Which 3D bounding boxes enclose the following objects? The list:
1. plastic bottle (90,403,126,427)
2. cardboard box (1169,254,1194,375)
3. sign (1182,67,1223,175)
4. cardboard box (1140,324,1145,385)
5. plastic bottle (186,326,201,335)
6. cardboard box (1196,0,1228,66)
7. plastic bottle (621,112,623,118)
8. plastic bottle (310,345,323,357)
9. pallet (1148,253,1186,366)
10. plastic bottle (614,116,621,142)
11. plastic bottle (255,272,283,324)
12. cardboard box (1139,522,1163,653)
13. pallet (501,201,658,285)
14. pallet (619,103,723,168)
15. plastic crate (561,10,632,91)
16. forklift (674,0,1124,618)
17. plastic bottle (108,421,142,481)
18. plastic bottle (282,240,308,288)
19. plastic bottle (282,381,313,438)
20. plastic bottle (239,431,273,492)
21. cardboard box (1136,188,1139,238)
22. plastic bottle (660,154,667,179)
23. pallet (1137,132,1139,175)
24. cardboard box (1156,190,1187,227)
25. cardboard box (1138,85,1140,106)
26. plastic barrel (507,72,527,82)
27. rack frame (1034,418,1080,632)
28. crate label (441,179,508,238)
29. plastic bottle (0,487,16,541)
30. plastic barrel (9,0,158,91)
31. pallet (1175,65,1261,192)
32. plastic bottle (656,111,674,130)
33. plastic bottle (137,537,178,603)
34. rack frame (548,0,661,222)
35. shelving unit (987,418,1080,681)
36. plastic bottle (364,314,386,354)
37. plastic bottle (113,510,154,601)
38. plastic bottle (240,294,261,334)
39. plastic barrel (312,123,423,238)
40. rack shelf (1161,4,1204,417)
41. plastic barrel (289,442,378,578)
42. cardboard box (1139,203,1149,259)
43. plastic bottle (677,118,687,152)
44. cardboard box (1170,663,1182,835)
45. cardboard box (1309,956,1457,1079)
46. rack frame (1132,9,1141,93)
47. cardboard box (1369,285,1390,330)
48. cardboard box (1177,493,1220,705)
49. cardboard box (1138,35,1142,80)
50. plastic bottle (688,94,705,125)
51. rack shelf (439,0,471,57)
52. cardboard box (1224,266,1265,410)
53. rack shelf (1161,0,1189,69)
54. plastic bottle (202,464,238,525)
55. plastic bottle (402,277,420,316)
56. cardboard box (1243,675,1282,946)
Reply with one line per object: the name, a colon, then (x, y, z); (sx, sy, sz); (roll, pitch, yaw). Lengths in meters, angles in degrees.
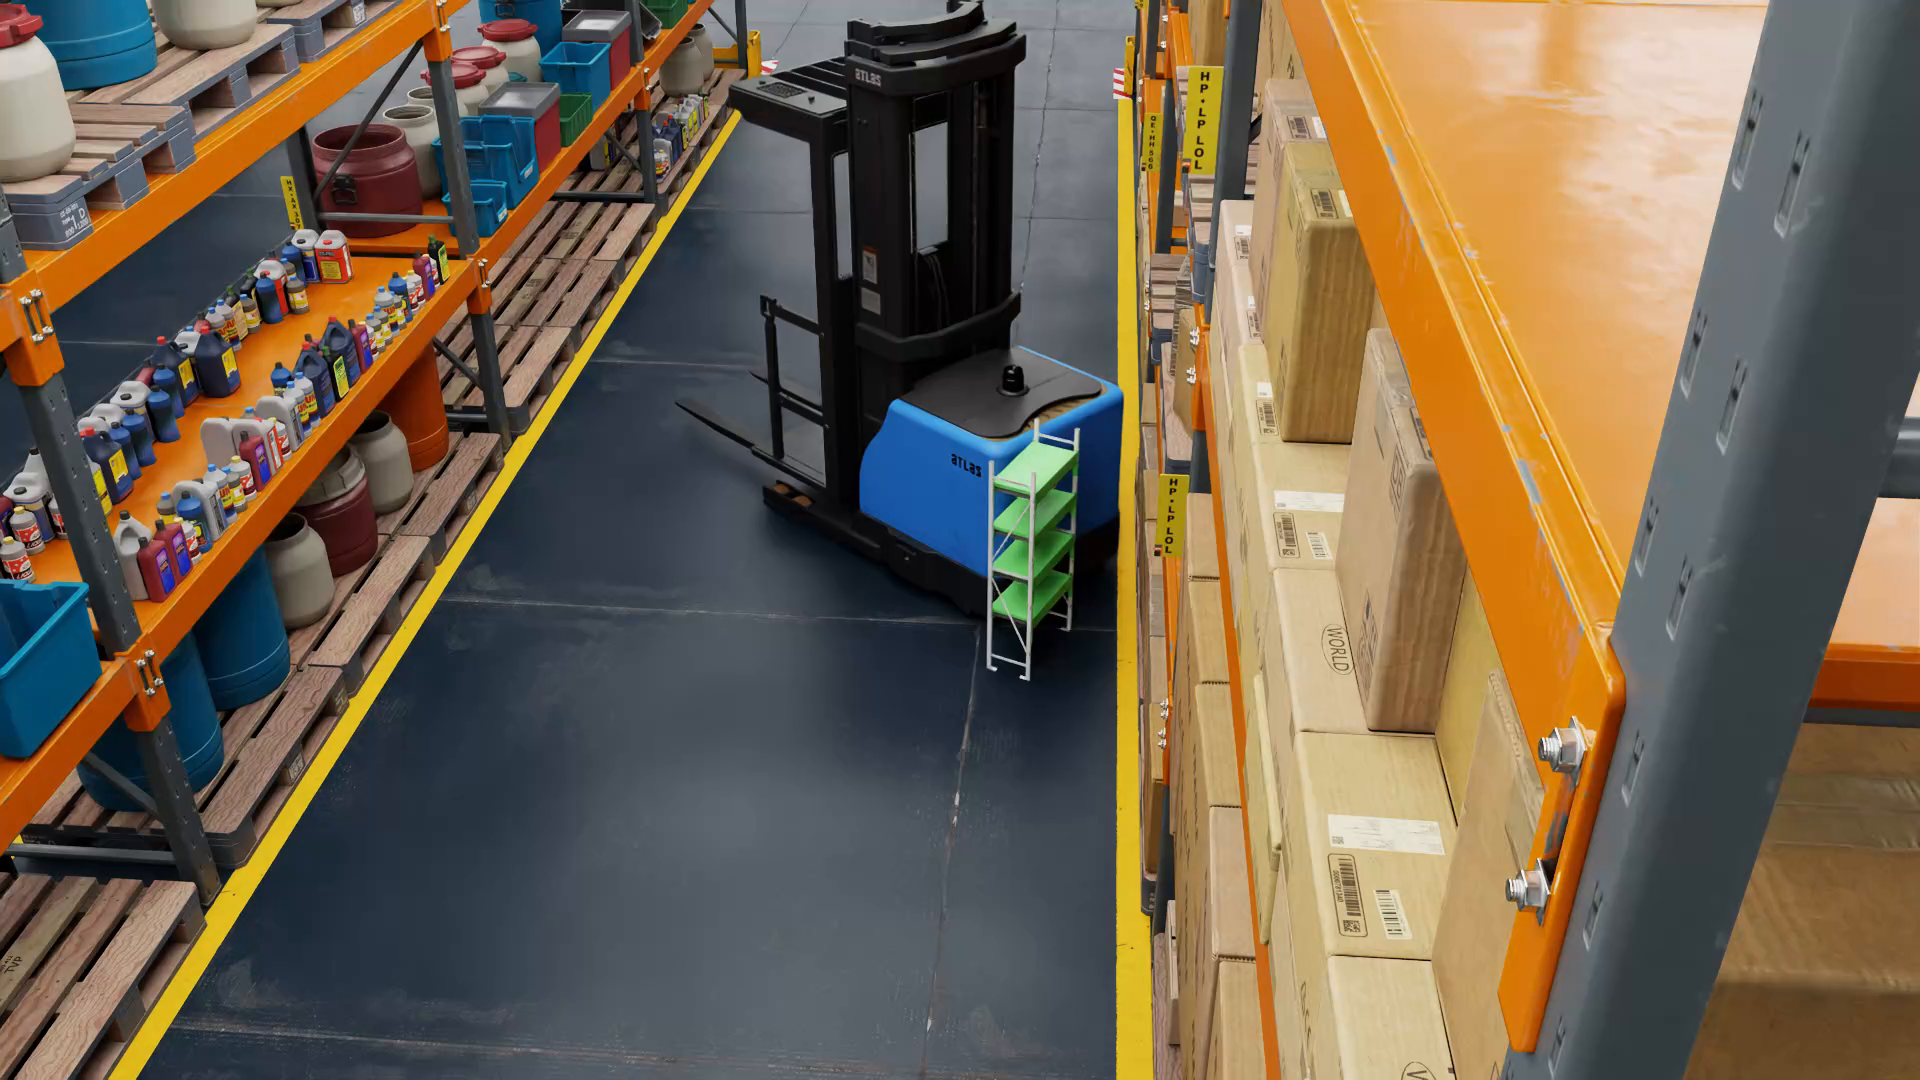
plastic bottle: (-3.867, -0.472, 7.555); (0.152, 0.276, 0.135); (2, 32, 4)
cardboard box: (1.400, -1.075, 7.919); (0.700, 0.500, 0.500); (8, 33, 13)
sign: (0.725, -1.253, 4.976); (0.100, 0.325, 0.005); (2, 32, 4)
cardboard box: (1.442, -1.221, 10.873); (0.500, 0.250, 0.500); (2, 32, 3)
plastic bottle: (-3.821, -0.940, 8.320); (0.097, 0.271, 0.097); (0, 32, 0)
cardboard box: (1.518, -2.209, 7.301); (0.910, 0.500, 0.500); (2, 32, 4)
plastic bottle: (-3.176, -4.033, 15.385); (0.061, 0.283, 0.133); (3, 32, 5)
plastic bottle: (-3.120, -0.830, 8.130); (0.061, 0.283, 0.133); (2, 32, 4)
pallet: (1.618, -1.218, 8.831); (1.213, 0.211, 1.003); (2, 32, 4)
plastic bottle: (-3.077, -3.692, 14.833); (0.061, 0.283, 0.133); (2, 32, 4)
plastic bottle: (-3.704, -1.300, 8.903); (0.097, 0.271, 0.097); (0, 32, 0)
cardboard box: (1.162, 0.254, 8.222); (0.500, 0.500, 0.500); (1, 32, 2)
pallet: (-3.033, -2.363, 13.164); (1.003, 0.211, 1.213); (2, 32, 4)
pallet: (-2.814, -3.765, 15.438); (1.003, 0.211, 1.213); (2, 32, 4)
plastic crate: (-2.742, -3.724, 12.652); (0.402, 0.464, 0.583); (2, 32, 4)
forklift: (-0.511, -1.507, 9.183); (1.130, 2.935, 3.031); (-28, 41, -37)
plastic bottle: (-3.752, -0.404, 7.449); (0.097, 0.271, 0.097); (0, 32, 0)
plastic bottle: (-3.727, -1.544, 9.300); (0.097, 0.271, 0.097); (0, 32, 0)
plastic bottle: (-3.110, -0.615, 7.792); (0.097, 0.271, 0.097); (0, 32, 0)
plastic bottle: (-3.131, -0.368, 7.379); (0.061, 0.283, 0.133); (2, 32, 4)
cardboard box: (1.650, -2.557, 13.041); (0.500, 0.250, 0.500); (2, 32, 3)
plastic bottle: (-2.536, -3.160, 14.046); (0.097, 0.201, 0.097); (0, 32, 0)
pallet: (2.132, -3.616, 15.196); (1.003, 0.211, 1.213); (2, 32, 4)
cardboard box: (1.401, -2.033, 10.209); (0.380, 0.149, 0.250); (2, 32, 4)
cardboard box: (1.911, -4.055, 15.472); (0.500, 0.250, 0.500); (2, 32, 4)
plastic barrel: (-3.268, -3.218, 12.025); (0.301, 0.262, 0.301); (0, 32, 0)
rack frame: (0.477, -0.059, 8.483); (0.240, 1.200, 0.015); (16, 35, 24)
crate label: (-2.925, -2.004, 10.083); (0.303, 0.233, 0.416); (2, 32, 4)
plastic bottle: (-3.975, -0.073, 6.900); (0.061, 0.283, 0.133); (2, 32, 4)
plastic barrel: (-3.672, -2.348, 6.743); (0.600, 0.901, 0.708); (2, 32, 4)
pallet: (1.482, -1.643, 6.658); (1.213, 0.211, 1.003); (2, 32, 4)
plastic bottle: (-2.628, -3.709, 14.866); (0.152, 0.276, 0.135); (2, 32, 4)
plastic bottle: (-3.204, 0.097, 6.626); (0.061, 0.283, 0.133); (2, 32, 4)
rack frame: (-3.007, -3.963, 13.101); (1.000, 3.000, 0.127); (2, 32, 4)
shelving unit: (0.362, 0.053, 8.300); (0.258, 1.200, 0.503); (16, 35, 24)
plastic bottle: (-3.035, -1.071, 8.599); (0.097, 0.201, 0.097); (0, 32, 0)
plastic bottle: (-3.304, 0.050, 6.637); (0.144, 0.351, 0.185); (2, 32, 4)
plastic bottle: (-3.776, -1.203, 8.812); (0.097, 0.201, 0.097); (0, 32, 0)
plastic barrel: (-3.597, -2.185, 10.086); (0.600, 0.536, 0.708); (2, 32, 4)
rack shelf: (1.441, -1.582, 7.066); (1.077, 0.370, 4.000); (2, 32, 4)
plastic barrel: (-3.448, -0.176, 8.855); (0.600, 0.588, 0.708); (2, 32, 4)
cardboard box: (1.560, -2.258, 12.022); (0.500, 0.311, 0.500); (1, 32, 2)
plastic bottle: (-2.458, -3.581, 14.652); (0.061, 0.283, 0.133); (4, 32, 6)
cardboard box: (0.965, 0.646, 5.527); (0.500, 0.500, 0.500); (3, 32, 5)
cardboard box: (0.740, 0.820, 2.148); (0.500, 0.250, 0.500); (2, 32, 4)
rack frame: (2.255, -5.841, 16.149); (1.000, 3.000, 0.127); (2, 32, 4)
cardboard box: (1.171, -0.270, 3.202); (0.700, 0.500, 0.500); (2, 32, 4)
cardboard box: (0.959, 0.200, 5.298); (0.500, 0.500, 0.500); (3, 32, 5)
cardboard box: (1.951, -4.636, 15.699); (0.500, 0.500, 0.500); (2, 32, 4)
plastic bottle: (-2.442, -3.972, 15.294); (0.152, 0.276, 0.135); (3, 32, 4)
rack shelf: (-3.170, -3.888, 10.806); (1.077, 0.370, 4.000); (2, 32, 4)
cardboard box: (0.952, -0.487, 4.268); (0.500, 0.250, 0.500); (2, 32, 4)
rack shelf: (1.766, -3.674, 10.460); (1.077, 0.370, 4.000); (2, 32, 4)
plastic bottle: (-3.175, -0.201, 7.120); (0.097, 0.271, 0.097); (0, 32, 0)
plastic bottle: (-2.995, -1.326, 9.012); (0.097, 0.201, 0.097); (0, 32, 0)
cardboard box: (0.811, 0.510, 3.128); (0.500, 0.250, 0.500); (2, 32, 4)
